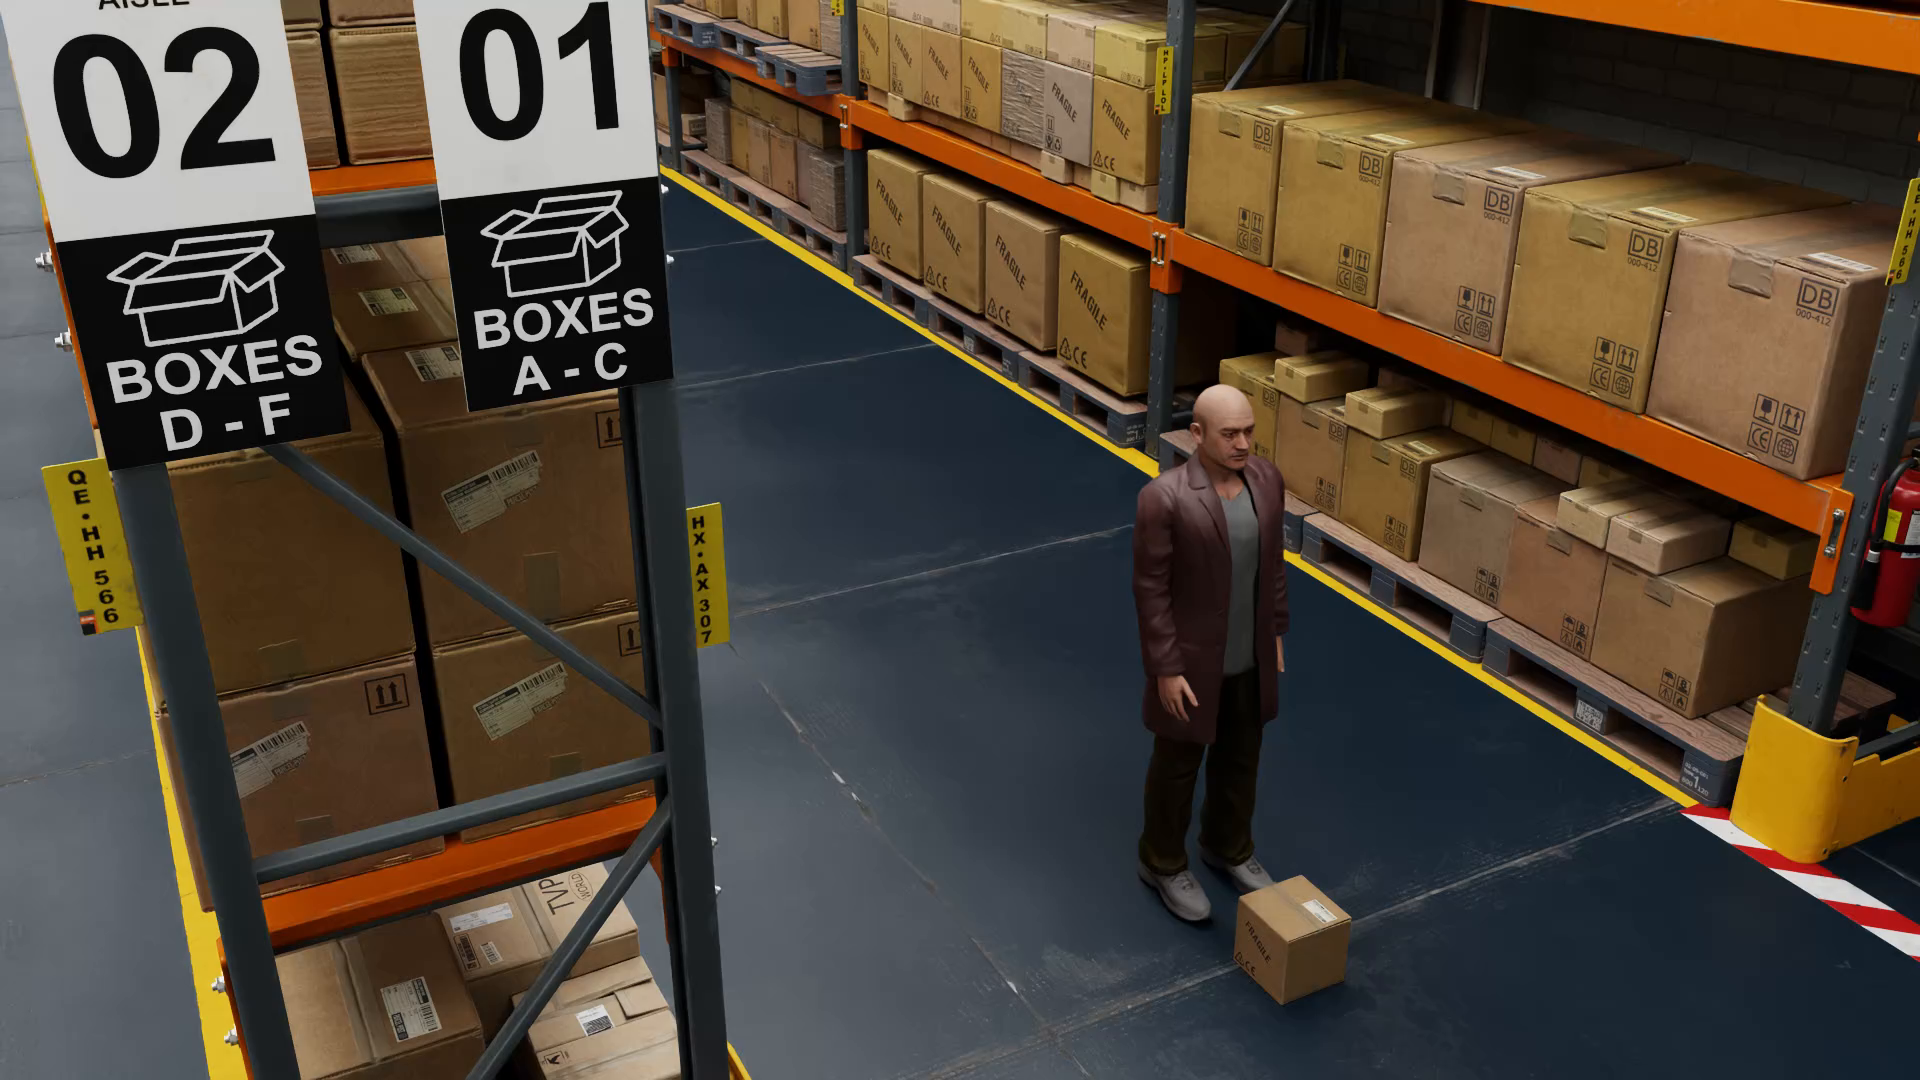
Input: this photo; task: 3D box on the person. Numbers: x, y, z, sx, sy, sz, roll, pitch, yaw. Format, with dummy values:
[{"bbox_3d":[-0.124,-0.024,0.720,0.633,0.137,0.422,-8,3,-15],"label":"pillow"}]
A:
[{"bbox_3d":[0.833,0.380,5.304,0.583,1.791,0.405,-12,28,-24],"label":"person"}]
